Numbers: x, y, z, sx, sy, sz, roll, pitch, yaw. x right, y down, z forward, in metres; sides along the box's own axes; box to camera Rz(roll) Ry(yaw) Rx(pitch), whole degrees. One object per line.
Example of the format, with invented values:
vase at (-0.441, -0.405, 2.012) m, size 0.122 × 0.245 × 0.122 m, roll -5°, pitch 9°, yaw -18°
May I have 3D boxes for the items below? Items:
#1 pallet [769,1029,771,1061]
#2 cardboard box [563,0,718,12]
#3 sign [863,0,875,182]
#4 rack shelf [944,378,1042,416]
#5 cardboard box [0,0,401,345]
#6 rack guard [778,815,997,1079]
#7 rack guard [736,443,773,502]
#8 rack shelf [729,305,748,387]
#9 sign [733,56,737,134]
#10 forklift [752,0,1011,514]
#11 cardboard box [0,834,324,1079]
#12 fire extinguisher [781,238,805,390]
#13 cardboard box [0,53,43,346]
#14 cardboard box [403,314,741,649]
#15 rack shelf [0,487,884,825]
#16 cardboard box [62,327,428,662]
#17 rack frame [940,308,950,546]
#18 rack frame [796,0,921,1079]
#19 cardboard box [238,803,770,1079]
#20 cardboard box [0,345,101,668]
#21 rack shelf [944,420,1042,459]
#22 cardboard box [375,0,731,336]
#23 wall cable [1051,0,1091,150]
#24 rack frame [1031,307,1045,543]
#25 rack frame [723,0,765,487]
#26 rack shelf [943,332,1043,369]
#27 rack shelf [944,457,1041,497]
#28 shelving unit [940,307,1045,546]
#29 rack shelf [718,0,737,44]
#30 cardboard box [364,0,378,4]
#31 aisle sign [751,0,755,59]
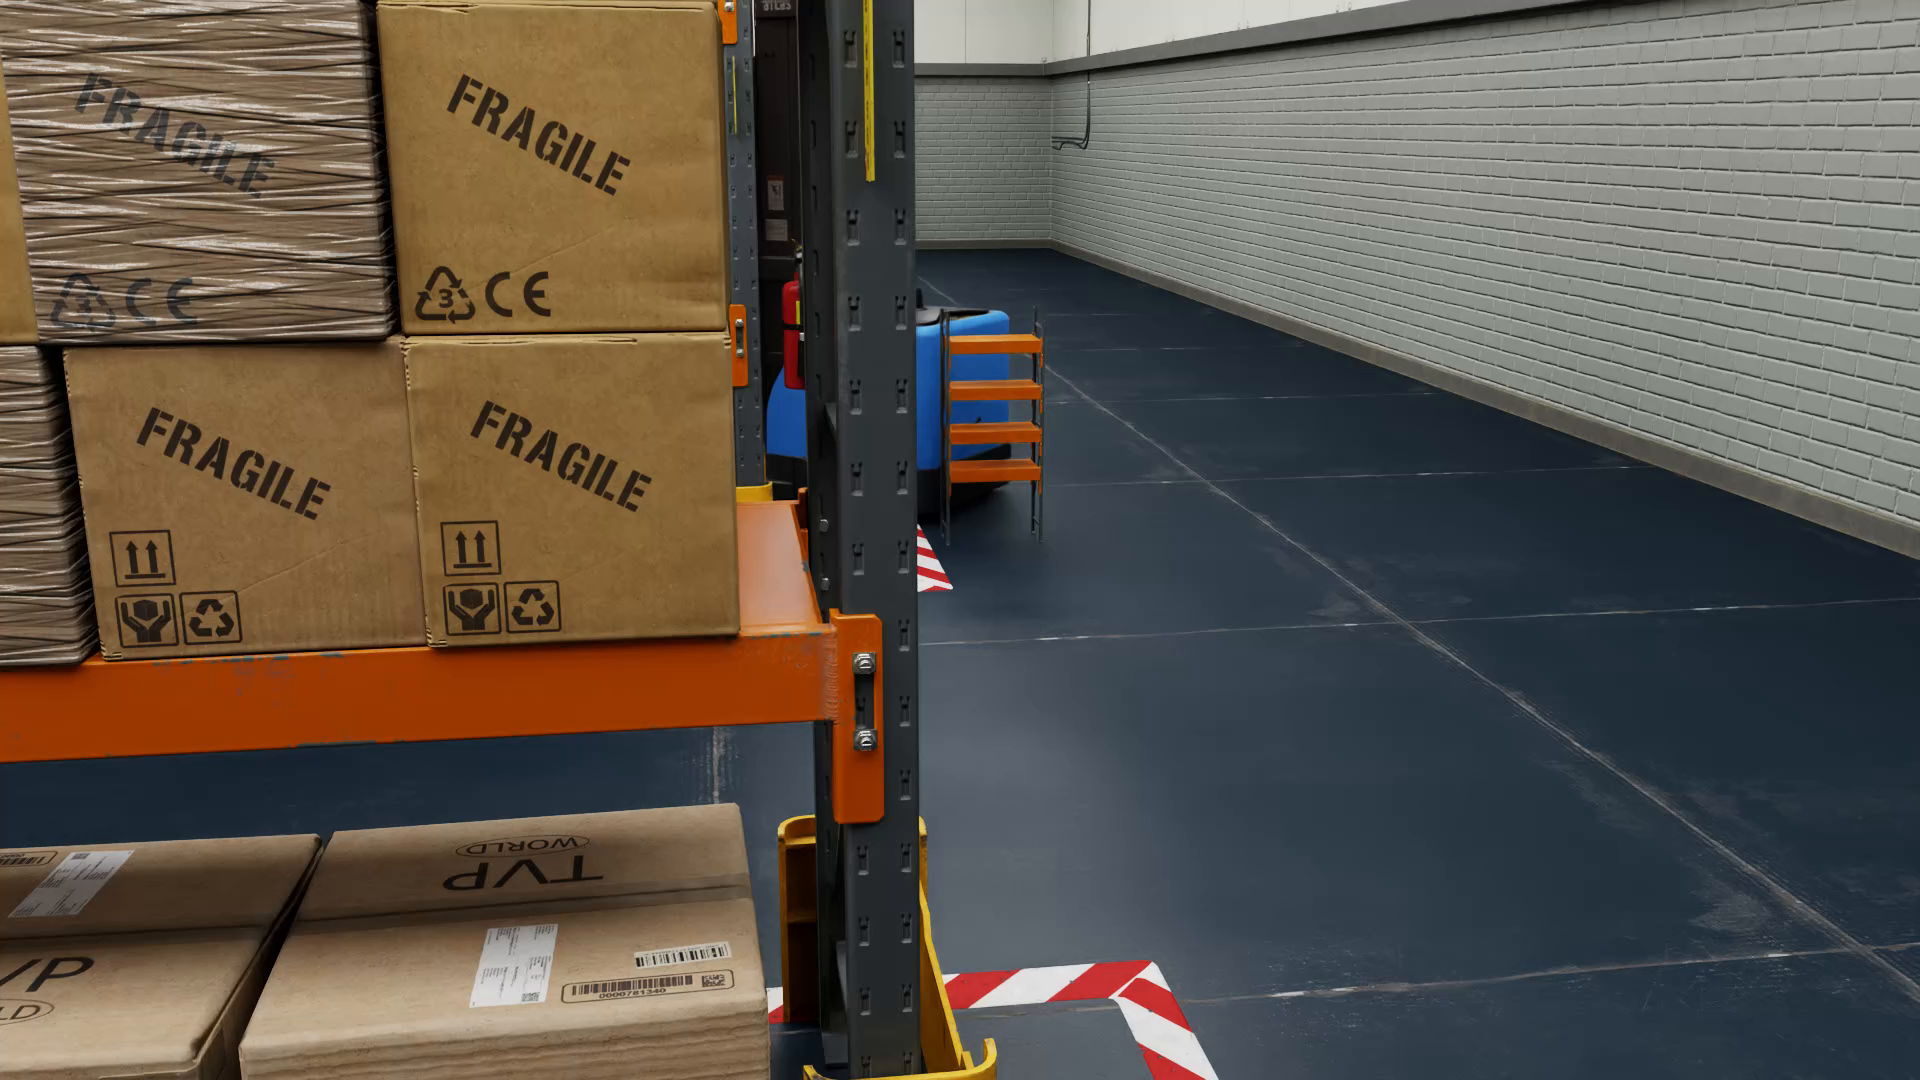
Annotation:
pallet at (-0.985, 1.234, 3.369) m, size 1.213 × 0.211 × 1.003 m, roll -2°, pitch 14°, yaw -8°
cardboard box at (-0.531, -0.954, 2.764) m, size 0.250 × 0.149 × 0.380 m, roll -2°, pitch 14°, yaw -8°
sign at (-0.139, -0.712, 2.528) m, size 0.005 × 0.325 × 0.100 m, roll -2°, pitch 14°, yaw -8°
rack shelf at (0.164, -0.740, 8.562) m, size 0.480 × 0.148 × 0.258 m, roll -2°, pitch 14°, yaw -8°
cardboard box at (-1.160, -0.599, 2.685) m, size 0.500 × 0.500 × 0.500 m, roll -2°, pitch 14°, yaw -8°
rack guard at (-0.183, 1.045, 3.528) m, size 0.348 × 0.500 × 1.175 m, roll -2°, pitch 14°, yaw -8°
rack guard at (-1.119, -0.139, 8.247) m, size 0.348 × 0.500 × 1.175 m, roll -2°, pitch 14°, yaw -8°
rack shelf at (-3.021, -0.932, 7.752) m, size 4.000 × 0.370 × 1.077 m, roll -2°, pitch 14°, yaw -8°
sign at (-0.981, -1.934, 7.239) m, size 0.005 × 0.325 × 0.100 m, roll -2°, pitch 14°, yaw -8°
forklift at (-1.242, -1.772, 9.761) m, size 3.031 × 2.935 × 1.130 m, roll 8°, pitch 16°, yaw 28°
cardboard box at (-1.748, 0.956, 3.149) m, size 0.875 × 0.438 × 0.875 m, roll -2°, pitch 14°, yaw -7°
fire extinguisher at (-0.726, -1.033, 7.602) m, size 0.183 × 0.674 × 0.296 m, roll -2°, pitch 14°, yaw -8°
cardboard box at (-1.650, -0.582, 2.616) m, size 0.500 × 0.500 × 0.500 m, roll -2°, pitch 14°, yaw -9°
cardboard box at (-0.644, -0.134, 2.885) m, size 0.500 × 0.500 × 0.500 m, roll -2°, pitch 14°, yaw -8°
rack shelf at (-2.184, 0.255, 3.019) m, size 4.000 × 0.370 × 1.077 m, roll -2°, pitch 14°, yaw -8°
cardboard box at (-1.142, -0.120, 2.826) m, size 0.500 × 0.500 × 0.500 m, roll -2°, pitch 14°, yaw -9°
rack frame at (-0.078, -0.579, 8.565) m, size 0.015 × 1.200 × 0.240 m, roll -2°, pitch 14°, yaw -8°
rack frame at (-0.206, -0.167, 3.220) m, size 0.127 × 3.000 × 1.000 m, roll -2°, pitch 14°, yaw -8°
cardboard box at (-0.844, 0.920, 3.290) m, size 0.875 × 0.438 × 0.875 m, roll -3°, pitch 14°, yaw -10°
cardboard box at (-1.650, -0.099, 2.743) m, size 0.500 × 0.500 × 0.500 m, roll -2°, pitch 14°, yaw -7°
rack shelf at (0.164, -0.523, 8.616) m, size 0.480 × 0.148 × 0.258 m, roll -2°, pitch 14°, yaw -8°
cardboard box at (-0.648, -0.625, 2.788) m, size 0.500 × 0.500 × 0.500 m, roll -2°, pitch 14°, yaw -6°
wall cable at (1.750, -7.648, 27.101) m, size 0.112 × 2.526 × 3.097 m, roll -2°, pitch 14°, yaw -8°
rack frame at (0.405, -0.597, 8.635) m, size 0.015 × 1.200 × 0.240 m, roll -2°, pitch 14°, yaw -8°
rack frame at (-1.044, -1.354, 7.953) m, size 0.127 × 3.000 × 1.000 m, roll -2°, pitch 14°, yaw -8°
rack shelf at (0.164, -0.969, 8.504) m, size 0.480 × 0.148 × 0.258 m, roll -2°, pitch 14°, yaw -8°
rack shelf at (0.164, -0.330, 8.664) m, size 0.480 × 0.148 × 0.258 m, roll -2°, pitch 14°, yaw -8°
shelving unit at (0.164, -0.588, 8.600) m, size 0.503 × 1.200 × 0.258 m, roll -2°, pitch 14°, yaw -8°
rack shelf at (-3.021, -2.387, 7.387) m, size 4.000 × 0.370 × 1.077 m, roll -2°, pitch 14°, yaw -8°
cardboard box at (-1.021, -0.909, 2.586) m, size 0.250 × 0.149 × 0.380 m, roll -2°, pitch 14°, yaw -9°
aisle sign at (-0.927, -2.545, 7.360) m, size 0.004 × 0.787 × 0.394 m, roll -2°, pitch 14°, yaw -8°
